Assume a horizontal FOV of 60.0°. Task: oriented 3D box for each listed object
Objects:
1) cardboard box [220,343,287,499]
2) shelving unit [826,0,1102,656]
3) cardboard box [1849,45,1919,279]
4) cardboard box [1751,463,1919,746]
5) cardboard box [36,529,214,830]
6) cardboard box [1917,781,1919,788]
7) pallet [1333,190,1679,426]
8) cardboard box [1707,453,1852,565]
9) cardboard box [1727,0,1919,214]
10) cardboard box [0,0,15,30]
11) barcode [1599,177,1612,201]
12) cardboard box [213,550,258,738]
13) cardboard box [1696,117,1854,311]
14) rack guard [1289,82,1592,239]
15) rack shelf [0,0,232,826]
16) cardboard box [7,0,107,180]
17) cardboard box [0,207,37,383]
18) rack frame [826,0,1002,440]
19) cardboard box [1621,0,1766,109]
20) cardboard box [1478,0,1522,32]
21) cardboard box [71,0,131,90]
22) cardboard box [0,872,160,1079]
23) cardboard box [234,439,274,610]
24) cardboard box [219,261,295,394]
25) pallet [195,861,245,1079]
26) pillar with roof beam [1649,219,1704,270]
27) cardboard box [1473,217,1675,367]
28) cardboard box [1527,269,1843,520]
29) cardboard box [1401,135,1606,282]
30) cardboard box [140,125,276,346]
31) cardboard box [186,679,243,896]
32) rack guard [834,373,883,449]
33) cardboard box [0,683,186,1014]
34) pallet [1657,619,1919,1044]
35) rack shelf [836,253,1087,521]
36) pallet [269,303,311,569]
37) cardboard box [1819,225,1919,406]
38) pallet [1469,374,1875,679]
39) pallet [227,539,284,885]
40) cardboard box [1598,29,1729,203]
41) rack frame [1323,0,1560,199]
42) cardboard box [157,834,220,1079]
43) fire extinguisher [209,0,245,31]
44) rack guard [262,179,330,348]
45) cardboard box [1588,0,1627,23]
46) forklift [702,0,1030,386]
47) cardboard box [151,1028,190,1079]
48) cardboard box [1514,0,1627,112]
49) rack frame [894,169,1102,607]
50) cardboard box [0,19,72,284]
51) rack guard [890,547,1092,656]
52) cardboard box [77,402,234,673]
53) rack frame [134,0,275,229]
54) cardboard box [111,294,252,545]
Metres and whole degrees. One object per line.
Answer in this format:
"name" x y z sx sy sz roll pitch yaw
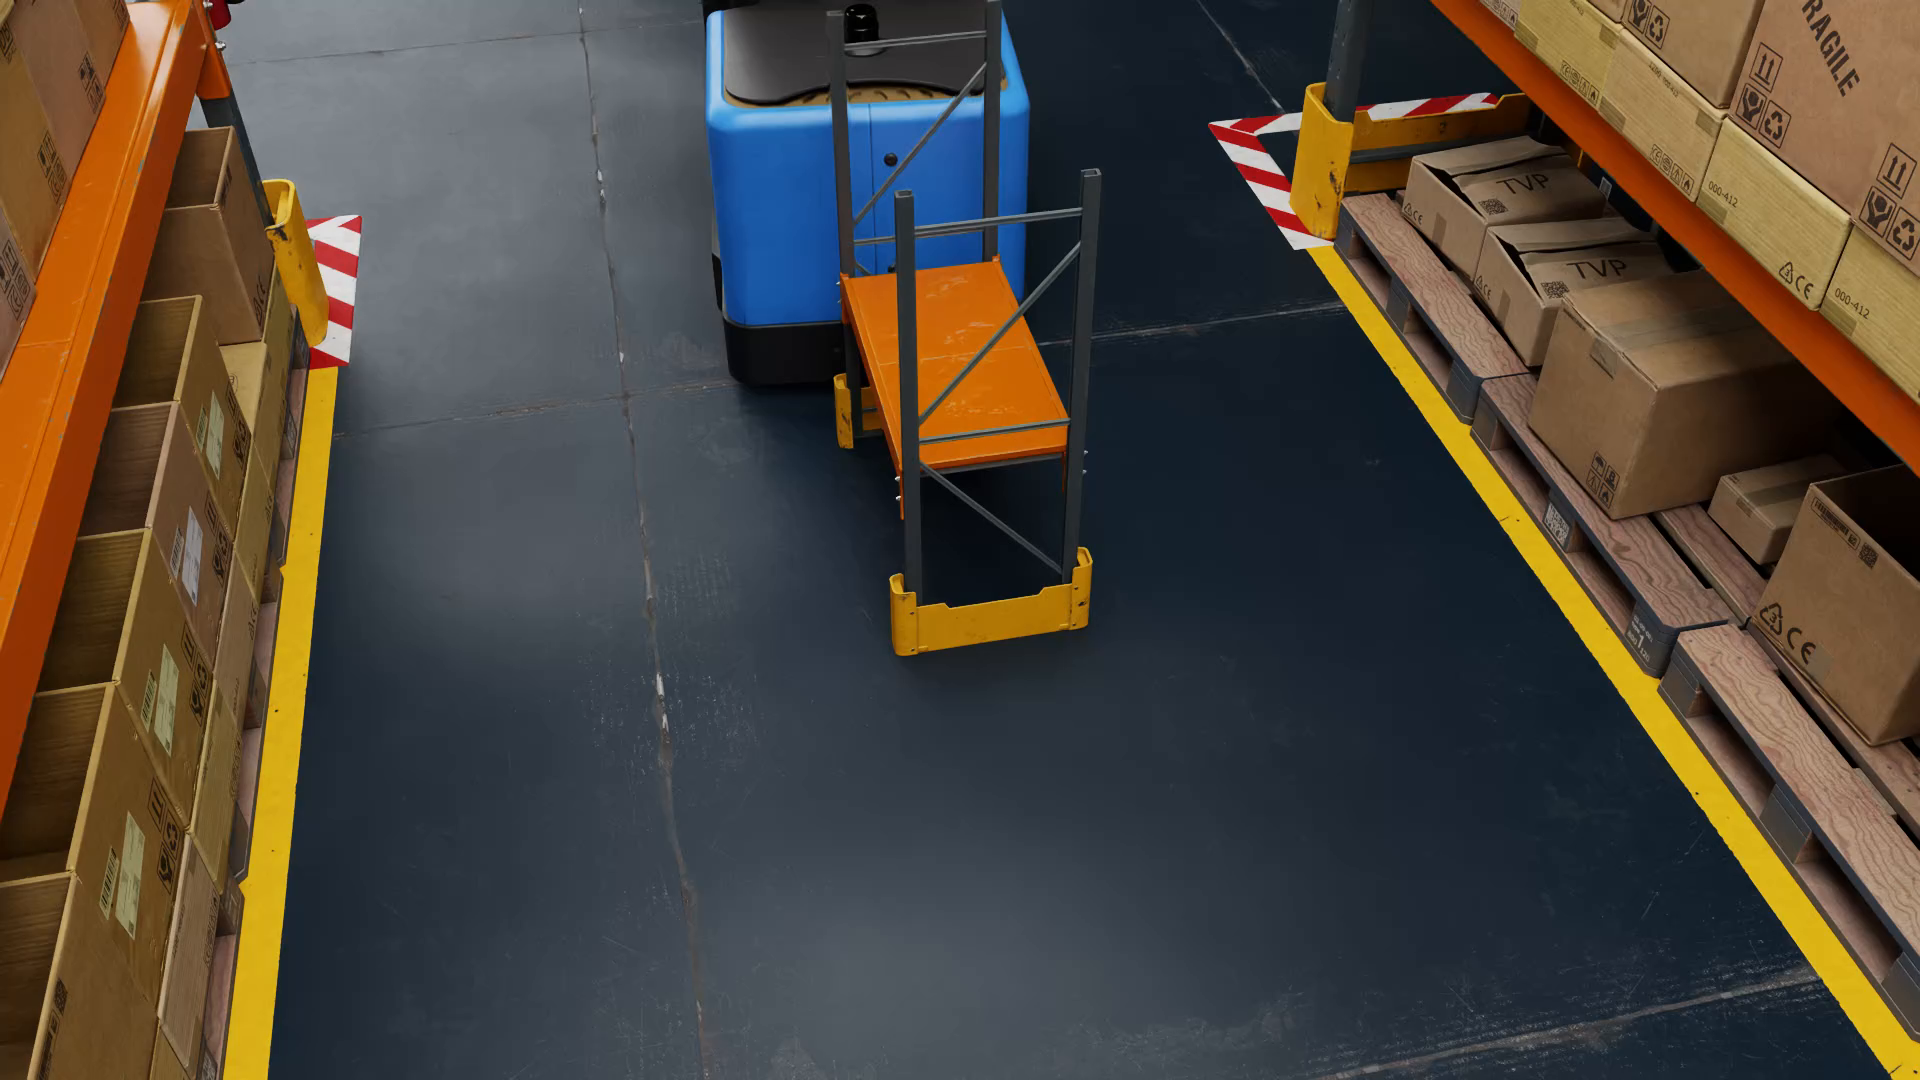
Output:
"cardboard box" -2.387 -0.338 5.126 0.500 0.250 0.500 -8 42 -9
"shelving unit" -0.016 -0.610 4.808 0.587 1.500 1.083 -8 42 -9
"cardboard box" 2.271 -0.773 3.395 0.500 0.500 0.500 -9 42 -10
"cardboard box" 2.525 0.147 4.377 0.500 0.500 0.500 -11 43 -12
"cardboard box" -2.058 0.353 3.783 0.500 0.500 0.500 -8 42 -9
"cardboard box" 2.644 0.596 4.122 0.380 0.166 0.250 -14 43 -15
"pallet" 2.082 -0.926 6.134 1.003 0.211 1.213 -8 42 -9
"cardboard box" 2.463 -0.094 4.913 0.380 0.149 0.250 -12 43 -13
"cardboard box" 2.173 -1.101 3.764 0.500 0.500 0.500 -9 42 -11
"cardboard box" -2.420 -1.228 3.810 0.380 0.149 0.250 -7 42 -8
"barcode" 2.381 -1.296 6.137 0.001 0.075 0.075 -8 42 -9
"cardboard box" -2.171 0.310 4.396 0.500 0.250 0.500 -8 42 -9
"cardboard box" 2.167 -0.819 4.012 0.500 0.250 0.500 -9 42 -10
"rack guard" 1.941 -1.565 6.637 1.175 0.500 0.348 -8 42 -9
"rack shelf" -2.479 -0.272 3.838 1.077 0.370 4.000 -8 42 -9
"cardboard box" -2.705 -1.230 4.301 0.700 0.500 0.500 -7 42 -8
"cardboard box" -2.486 -0.567 3.554 0.700 0.500 0.500 -7 42 -8
"rack frame" -0.128 -0.946 5.186 0.500 1.500 0.032 -8 42 -9
"cardboard box" 2.060 -1.438 4.144 0.500 0.500 0.500 -7 42 -8
"cardboard box" 1.846 -1.804 5.121 0.500 0.250 0.500 -10 42 -11
"cardboard box" -2.823 -1.570 4.684 0.700 0.500 0.500 -8 42 -9
"cardboard box" -1.842 1.001 3.053 0.500 0.500 0.500 -8 42 -9
"cardboard box" -2.277 -0.014 4.762 0.500 0.250 0.500 -8 42 -9
"cardboard box" -2.507 -0.661 5.490 0.500 0.250 0.500 -8 42 -9
"pallet" -2.178 1.277 3.652 1.003 0.211 1.213 -8 42 -9
"pillar with roof beam" -1.283 -3.846 2.804 9.100 9.000 0.400 -8 42 -9
"cardboard box" 2.110 -0.877 5.673 0.500 0.311 0.500 -5 42 -6
"cardboard box" 2.219 -0.465 5.066 0.700 0.500 0.500 -11 43 -12
"cardboard box" 1.987 -1.247 6.089 0.500 0.311 0.500 -13 43 -14
"cardboard box" -2.505 -0.941 5.241 0.500 0.500 0.500 -8 42 -9
"cardboard box" -2.058 0.633 4.032 0.500 0.250 0.500 -8 42 -9
"rack guard" -0.124 -0.466 5.586 0.587 0.250 0.087 -8 42 -9
"cardboard box" -1.958 0.678 3.417 0.500 0.500 0.500 -8 42 -9
"pallet" 2.609 0.656 4.352 1.003 0.211 1.213 -8 42 -9
"rack shelf" -0.018 -0.482 4.934 0.538 0.185 1.000 -8 42 -9
"pallet" -2.705 -0.305 5.434 1.003 0.211 1.213 -8 42 -9
"cardboard box" 2.291 -0.496 3.647 0.500 0.250 0.500 -8 42 -9
"pallet" 2.342 -0.136 5.245 1.003 0.211 1.213 -8 42 -9
"pallet" -2.445 0.485 4.545 1.003 0.211 1.213 -8 42 -9
"cardboard box" 2.057 -1.145 4.379 0.500 0.250 0.500 -8 42 -9
"rack frame" 1.925 -2.549 5.862 1.000 3.000 0.127 -8 42 -9
"cardboard box" -1.955 0.958 3.666 0.500 0.250 0.500 -8 42 -9
"fire extinguisher" -2.483 -1.951 5.247 0.296 0.674 0.183 -8 42 -9
"rack guard" -2.916 -0.918 5.907 1.175 0.500 0.348 -8 42 -9
"cardboard box" 1.937 -1.771 4.519 0.500 0.500 0.500 -10 42 -11
"forklift" -0.438 -2.605 5.977 1.130 2.935 3.031 -4 42 -5
"cardboard box" -1.852 1.283 3.300 0.500 0.250 0.500 -8 42 -9
"cardboard box" 1.951 -1.473 4.748 0.500 0.250 0.500 -9 42 -10
"rack frame" 0.091 -0.287 4.443 0.500 1.500 0.032 -8 42 -9
"cardboard box" -2.603 -0.908 3.938 0.700 0.500 0.500 -8 42 -9
"rack guard" 0.091 0.180 4.859 0.587 0.250 0.087 -8 42 -9
"cardboard box" -2.168 0.029 4.148 0.500 0.500 0.500 -8 42 -9
"rack frame" -2.911 -1.837 5.060 1.000 3.000 0.127 -8 42 -9
"cardboard box" -2.275 -0.295 4.513 0.500 0.500 0.500 -8 42 -9
